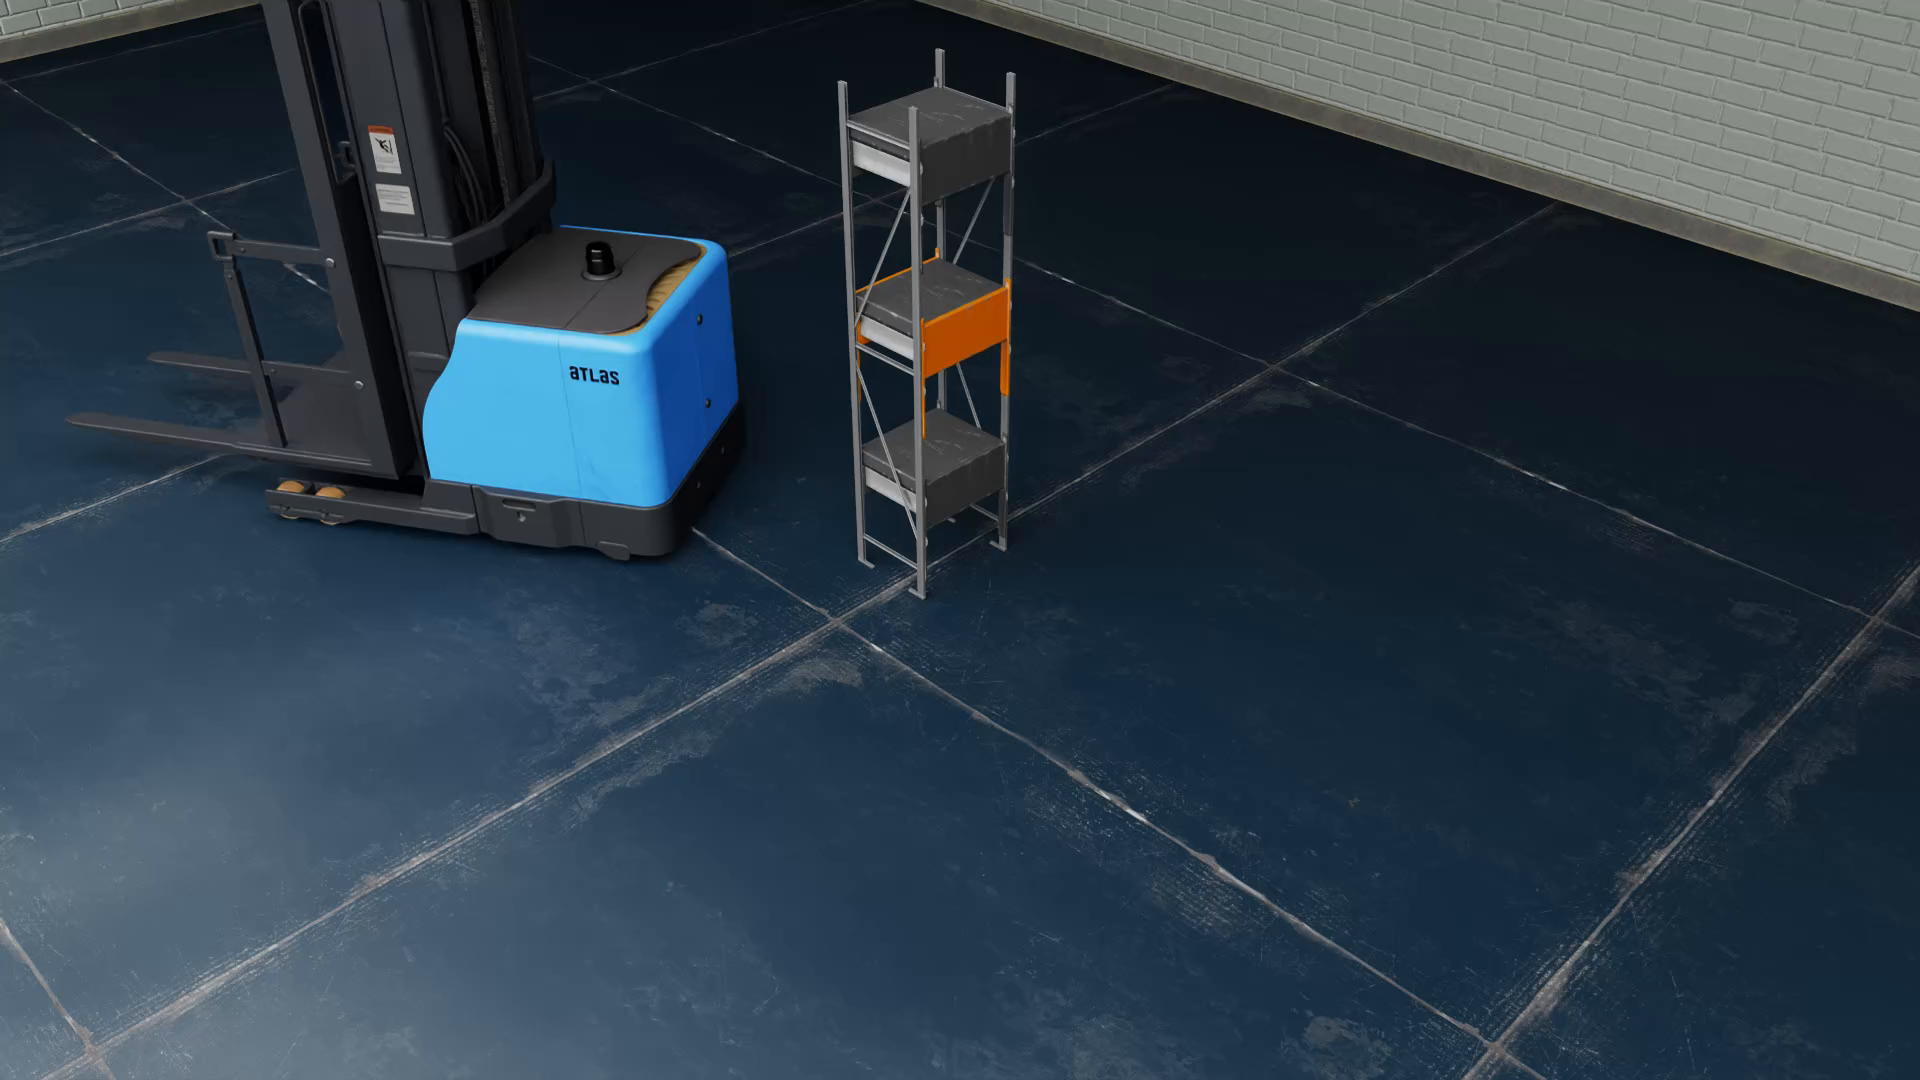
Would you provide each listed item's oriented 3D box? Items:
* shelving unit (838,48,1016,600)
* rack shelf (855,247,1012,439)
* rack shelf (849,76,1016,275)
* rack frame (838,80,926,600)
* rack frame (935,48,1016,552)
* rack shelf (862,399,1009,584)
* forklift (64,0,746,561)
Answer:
[{"bbox_3d":[-0.117,-0.794,6.553,0.431,2.100,0.503,30,45,35],"label":"shelving unit"},{"bbox_3d":[-0.117,-0.783,6.561,0.431,0.518,0.480,30,45,35],"label":"rack shelf"},{"bbox_3d":[-0.117,-1.357,6.160,0.431,0.518,0.480,30,45,35],"label":"rack shelf"},{"bbox_3d":[-0.289,-0.695,6.411,0.400,2.100,0.015,30,45,35],"label":"rack frame"},{"bbox_3d":[0.055,-0.893,6.695,0.400,2.100,0.015,30,45,35],"label":"rack frame"},{"bbox_3d":[-0.117,-0.209,6.961,0.431,0.518,0.480,30,45,35],"label":"rack shelf"},{"bbox_3d":[-2.575,-1.554,6.916,3.031,2.935,1.130,8,36,11],"label":"forklift"}]
